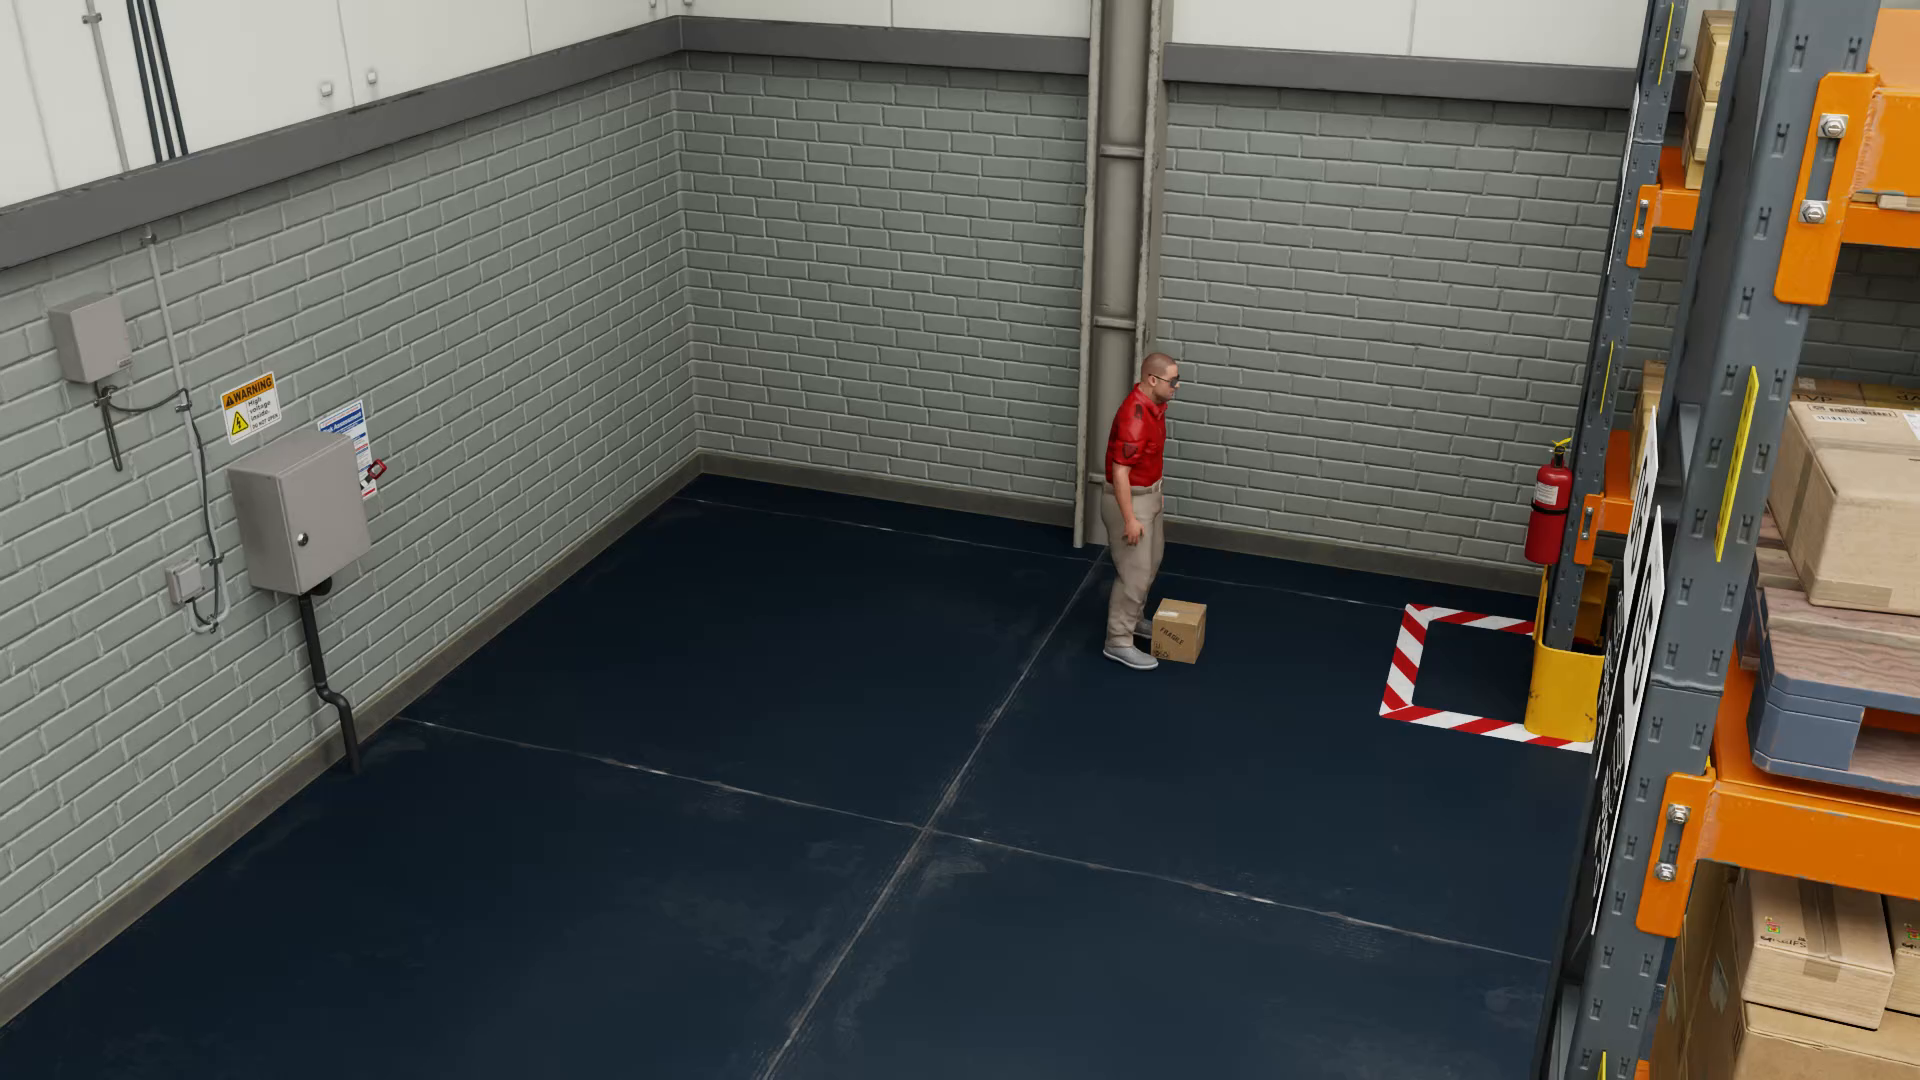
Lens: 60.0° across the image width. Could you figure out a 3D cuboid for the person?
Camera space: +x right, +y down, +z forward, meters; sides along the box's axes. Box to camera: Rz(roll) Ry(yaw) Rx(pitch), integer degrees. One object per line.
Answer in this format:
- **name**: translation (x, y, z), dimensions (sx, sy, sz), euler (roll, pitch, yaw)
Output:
- **person**: translation (0.977, -0.191, 9.026), dimensions (0.396, 1.726, 0.585), euler (9, 27, 18)
